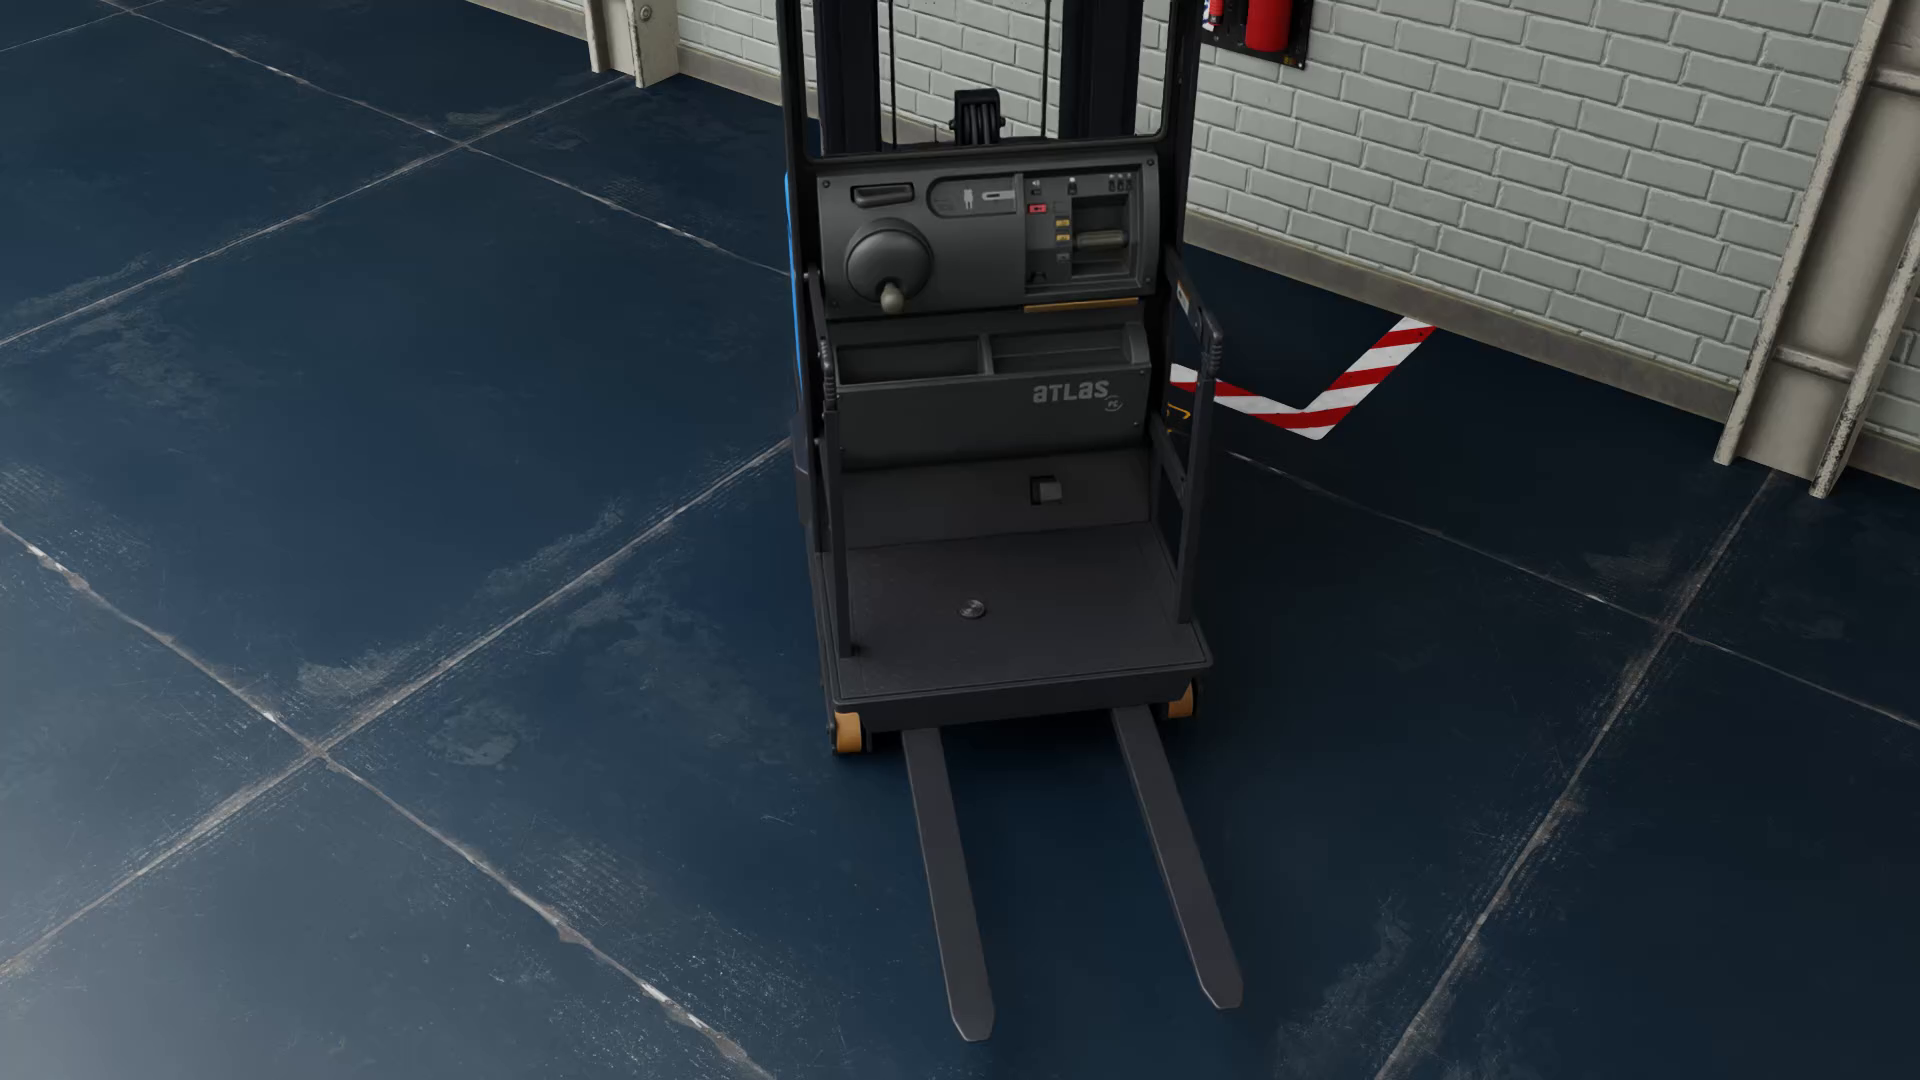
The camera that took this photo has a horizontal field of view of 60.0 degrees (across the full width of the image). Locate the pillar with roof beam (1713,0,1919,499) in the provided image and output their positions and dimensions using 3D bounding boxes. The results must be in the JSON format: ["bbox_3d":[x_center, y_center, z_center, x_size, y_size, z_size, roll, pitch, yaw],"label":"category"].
[{"bbox_3d":[0.407,-1.729,0.658,0.400,9.000,9.100,25,45,29],"label":"pillar with roof beam"}]

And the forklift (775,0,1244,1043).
[{"bbox_3d":[0.118,-0.757,4.340,1.130,2.935,3.031,-5,38,-7],"label":"forklift"}]

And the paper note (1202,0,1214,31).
[{"bbox_3d":[0.984,-2.172,6.806,0.142,0.148,0.016,25,45,29],"label":"paper note"}]

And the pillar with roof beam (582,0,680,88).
[{"bbox_3d":[-4.359,-3.976,3.529,0.400,9.000,9.100,25,45,29],"label":"pillar with roof beam"}]

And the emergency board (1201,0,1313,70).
[{"bbox_3d":[1.083,-2.419,6.406,0.643,1.169,0.194,25,45,29],"label":"emergency board"}]

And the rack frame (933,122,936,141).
[{"bbox_3d":[-0.077,-1.024,6.204,0.008,1.050,0.200,-5,38,-7],"label":"rack frame"}]

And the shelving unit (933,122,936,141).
[{"bbox_3d":[-0.197,-1.012,6.190,0.252,1.050,0.215,-5,38,-7],"label":"shelving unit"}]
